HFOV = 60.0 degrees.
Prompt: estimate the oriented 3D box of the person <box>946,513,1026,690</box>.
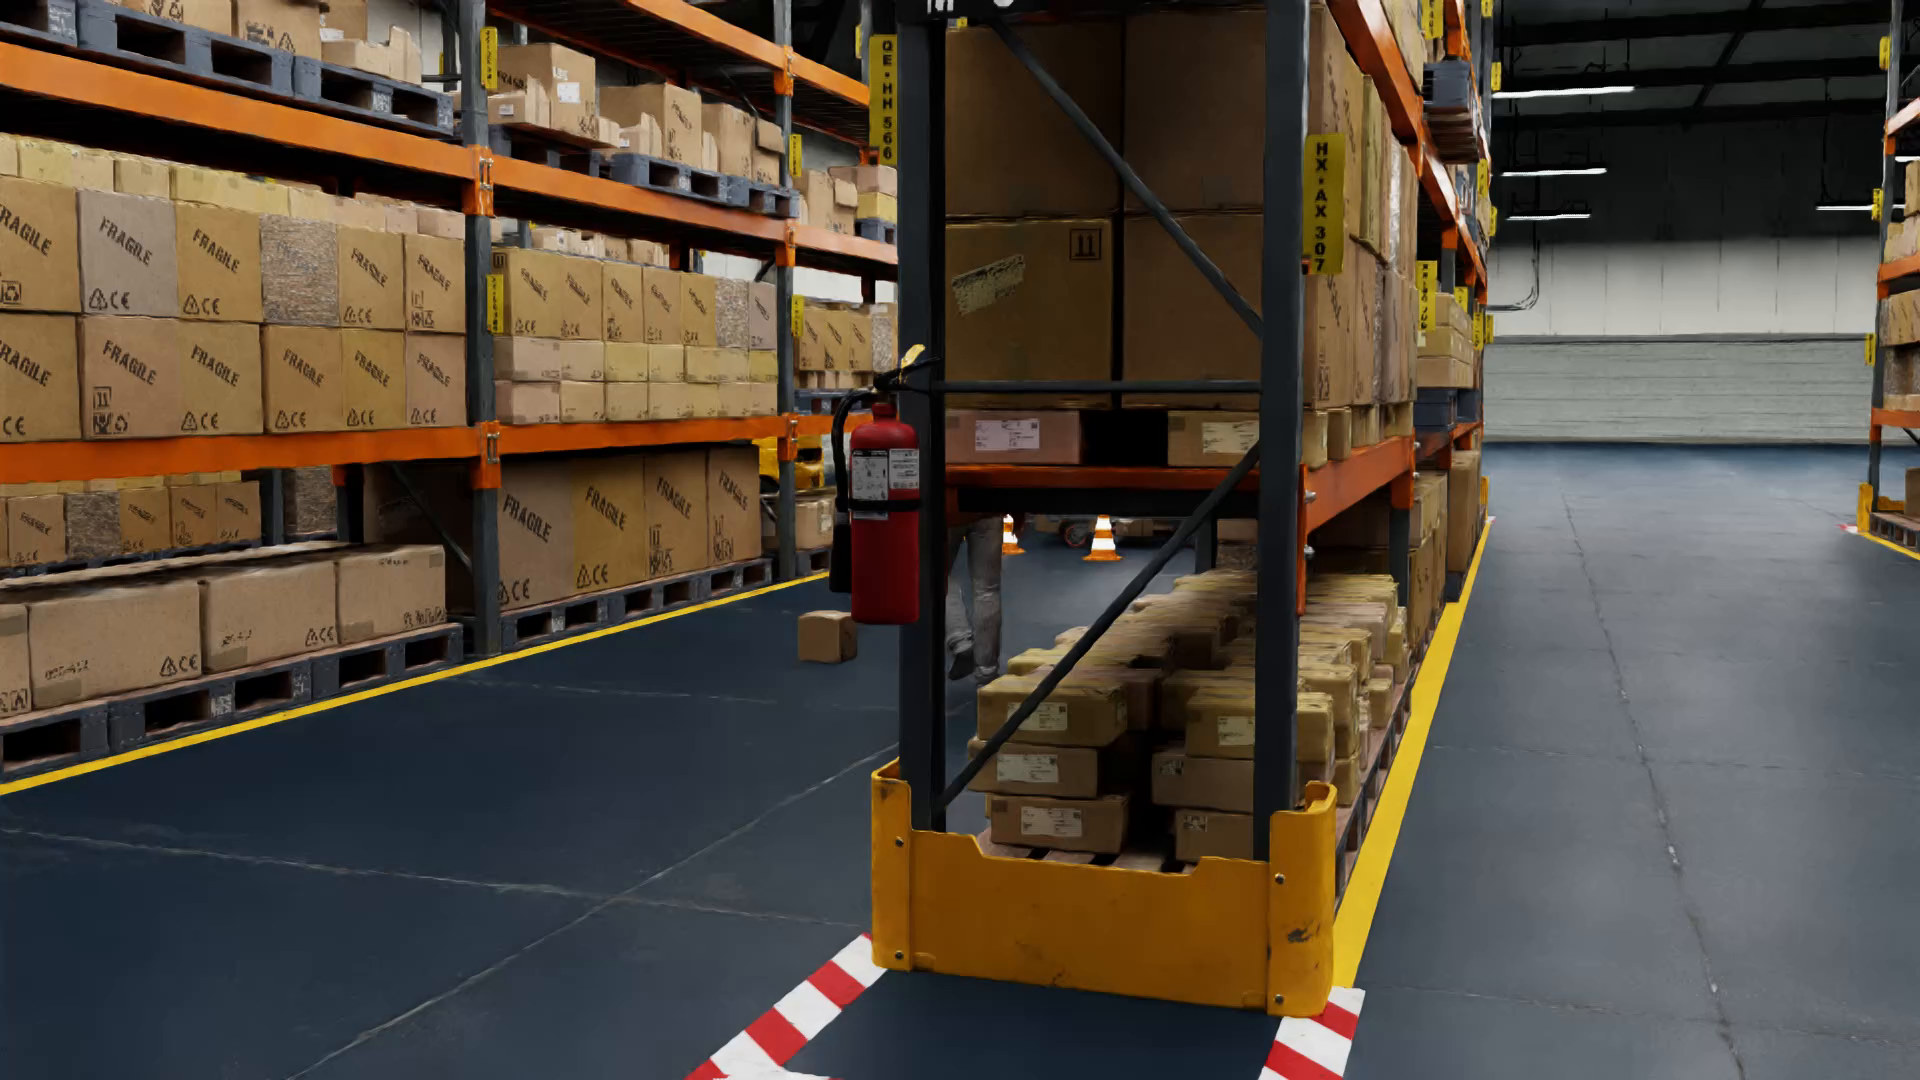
[{"bbox_3d":[0.025,-0.150,8.230,0.633,1.748,0.514,-1,5,-6],"label":"person"}]
